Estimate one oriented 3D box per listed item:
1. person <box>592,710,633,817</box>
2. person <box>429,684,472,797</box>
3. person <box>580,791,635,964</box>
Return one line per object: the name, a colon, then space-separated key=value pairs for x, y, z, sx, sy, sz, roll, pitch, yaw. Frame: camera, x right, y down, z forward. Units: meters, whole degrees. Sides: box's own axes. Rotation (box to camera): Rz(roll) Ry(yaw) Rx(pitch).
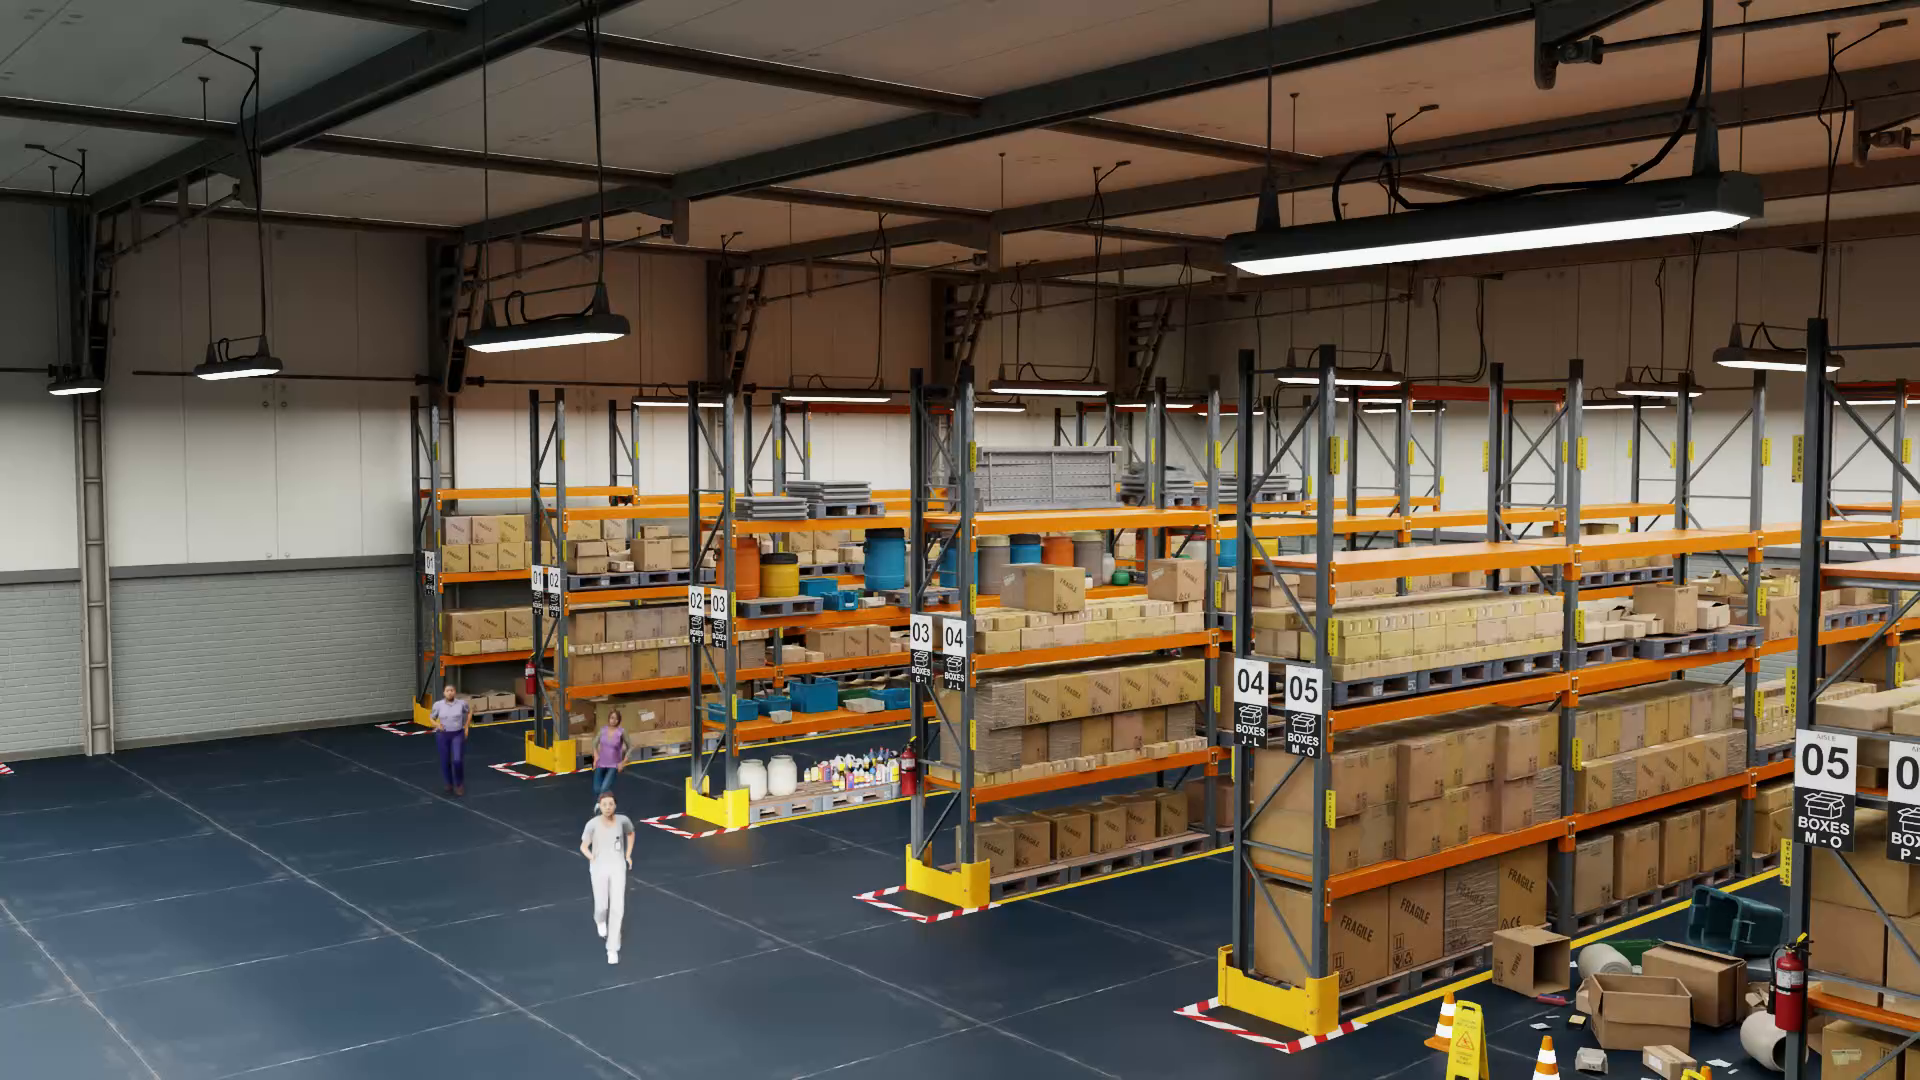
person: x=-4.719 y=3.060 z=22.534 sx=0.595 sy=1.544 sz=0.610 roll=0 pitch=3 yaw=3
person: x=-7.446 y=2.932 z=24.296 sx=0.599 sy=1.678 sz=0.685 roll=-1 pitch=3 yaw=-13
person: x=-3.550 y=3.341 z=16.790 sx=0.550 sy=1.656 sz=0.926 roll=-1 pitch=3 yaw=-15
